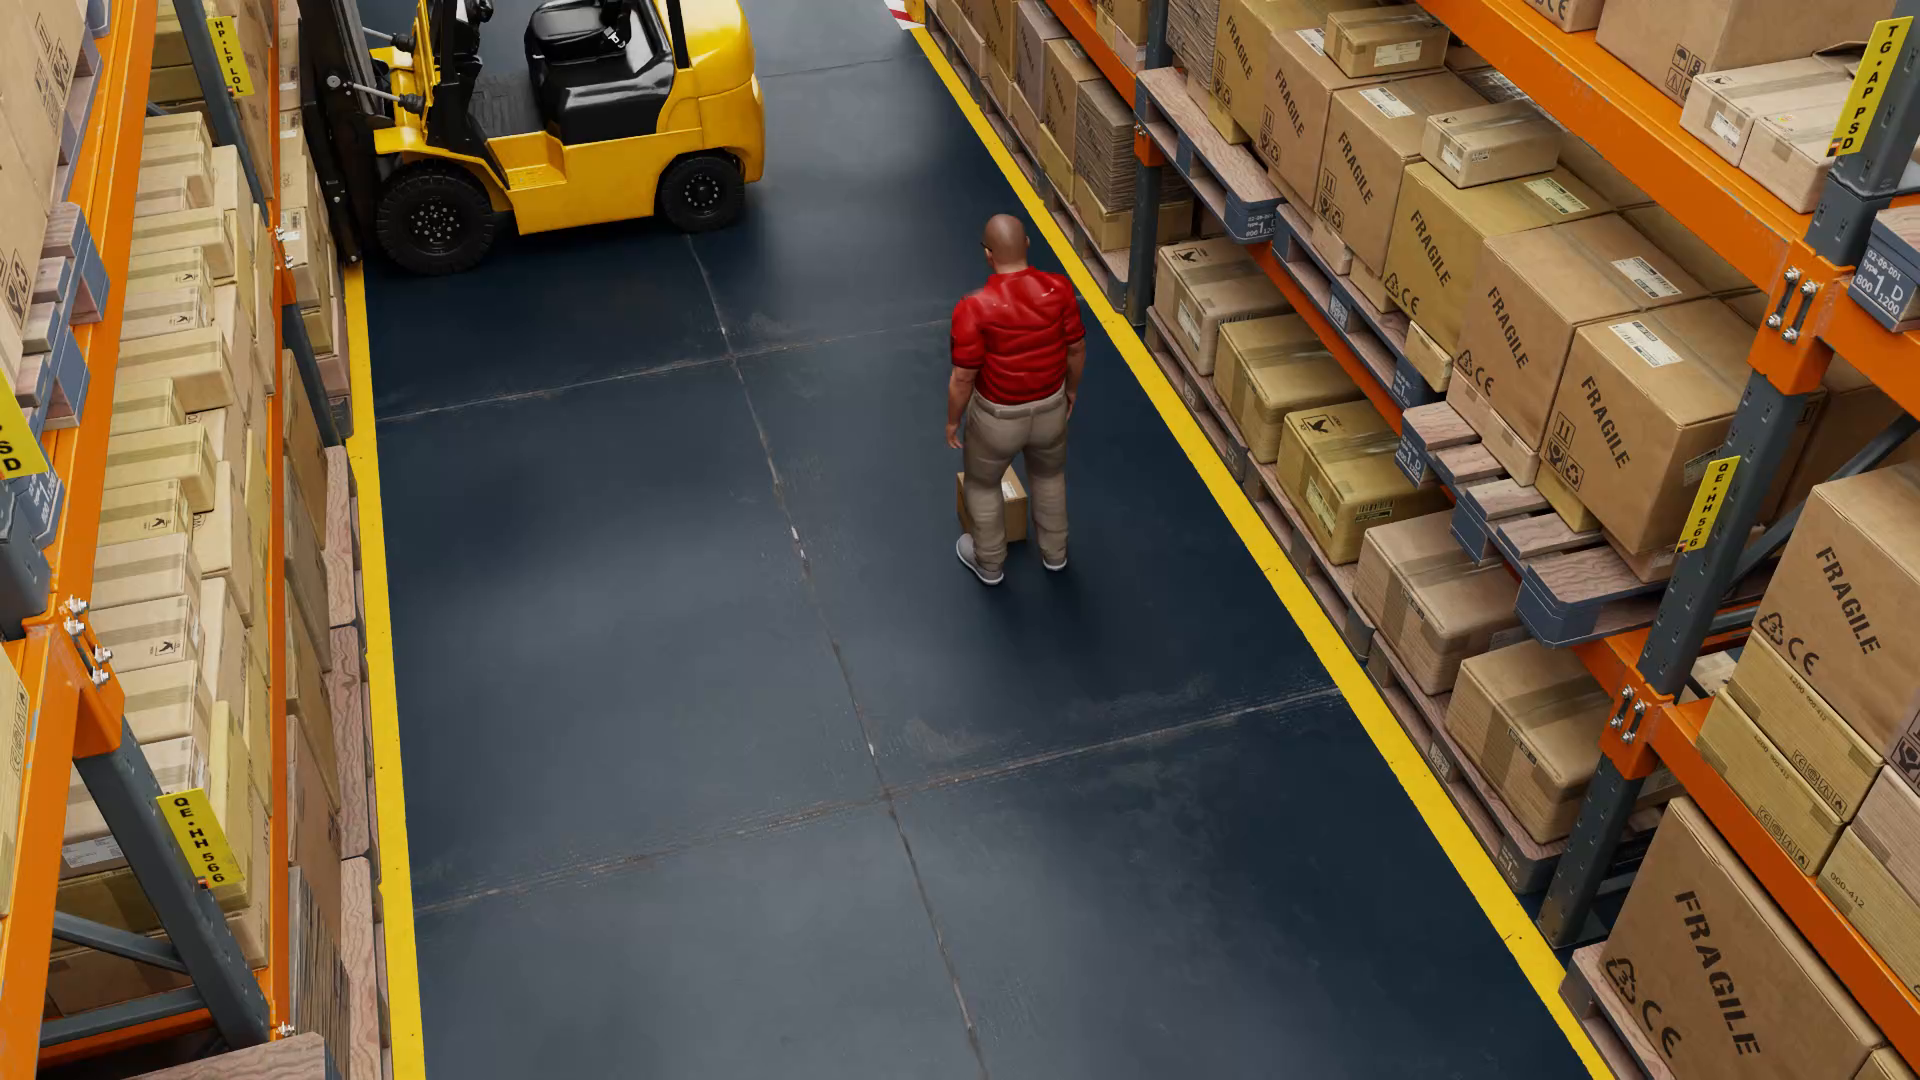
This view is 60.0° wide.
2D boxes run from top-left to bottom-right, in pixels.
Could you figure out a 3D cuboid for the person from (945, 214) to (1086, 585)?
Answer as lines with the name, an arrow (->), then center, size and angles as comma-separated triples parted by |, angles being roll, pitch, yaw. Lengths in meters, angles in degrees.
person -> 0.219, -0.543, 6.774 | 0.602, 1.726, 0.407 | -14, 44, -15
